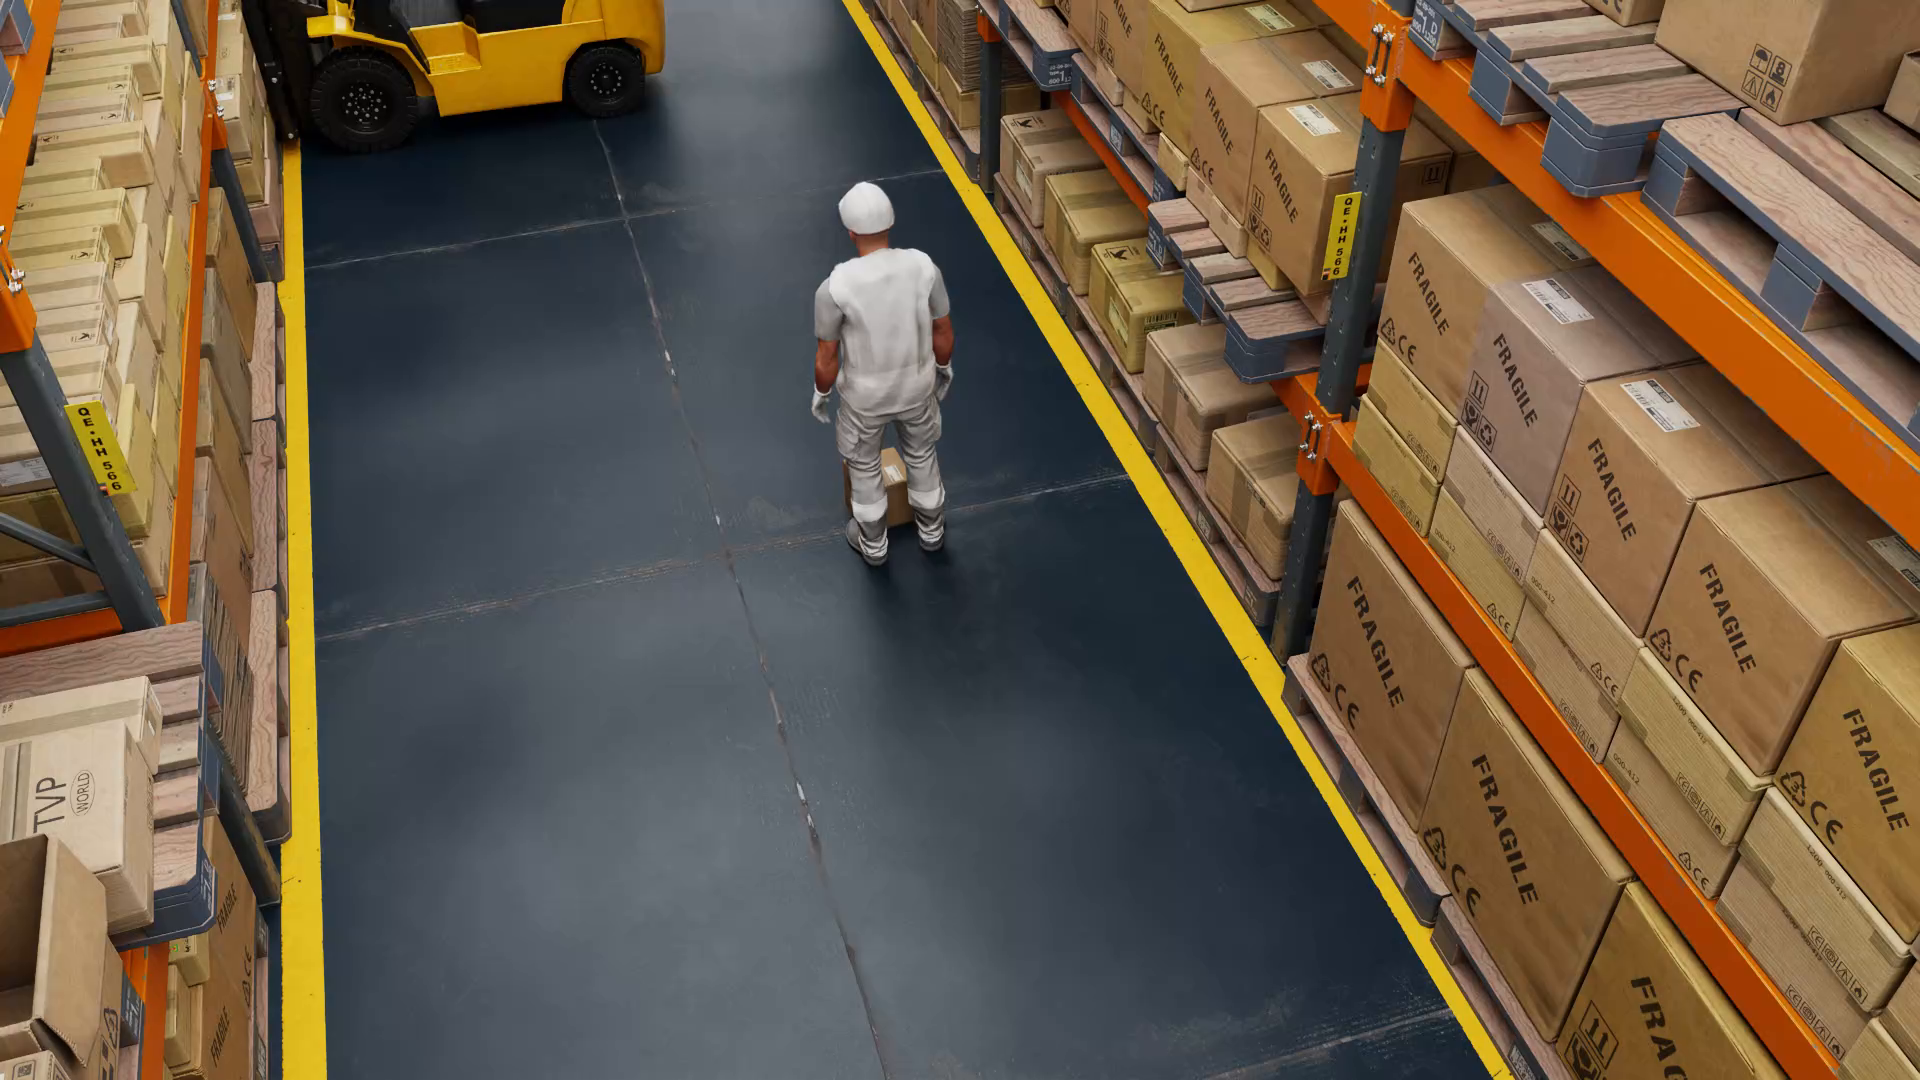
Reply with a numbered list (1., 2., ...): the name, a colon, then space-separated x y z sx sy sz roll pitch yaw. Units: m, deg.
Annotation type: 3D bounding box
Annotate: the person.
1. person: -0.314 -0.647 6.870 0.622 1.779 0.452 -13 43 -14
